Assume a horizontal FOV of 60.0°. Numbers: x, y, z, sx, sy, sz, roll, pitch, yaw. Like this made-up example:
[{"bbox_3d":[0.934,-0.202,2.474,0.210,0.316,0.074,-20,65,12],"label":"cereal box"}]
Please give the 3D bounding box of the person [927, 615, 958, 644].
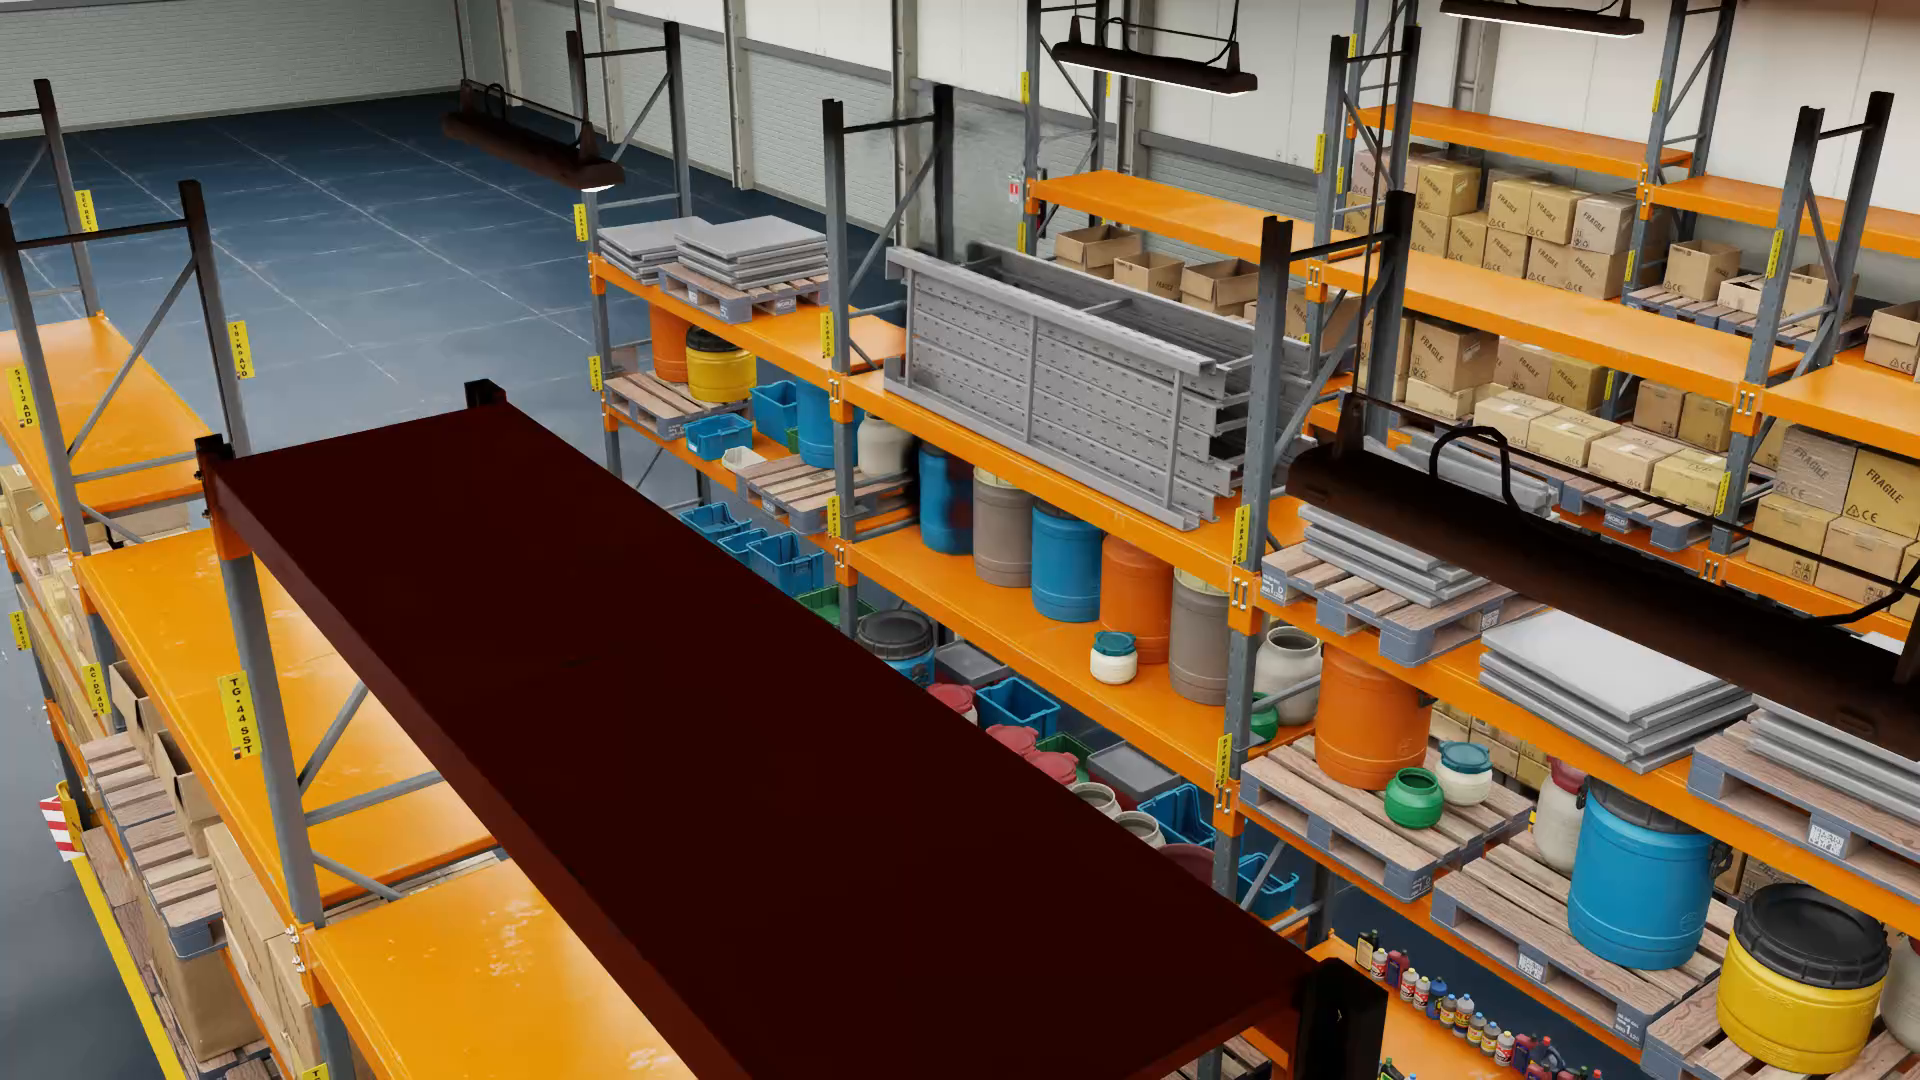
[{"bbox_3d":[-0.207,0.408,16.027,0.599,1.708,0.878,-23,33,-40],"label":"person"}]
